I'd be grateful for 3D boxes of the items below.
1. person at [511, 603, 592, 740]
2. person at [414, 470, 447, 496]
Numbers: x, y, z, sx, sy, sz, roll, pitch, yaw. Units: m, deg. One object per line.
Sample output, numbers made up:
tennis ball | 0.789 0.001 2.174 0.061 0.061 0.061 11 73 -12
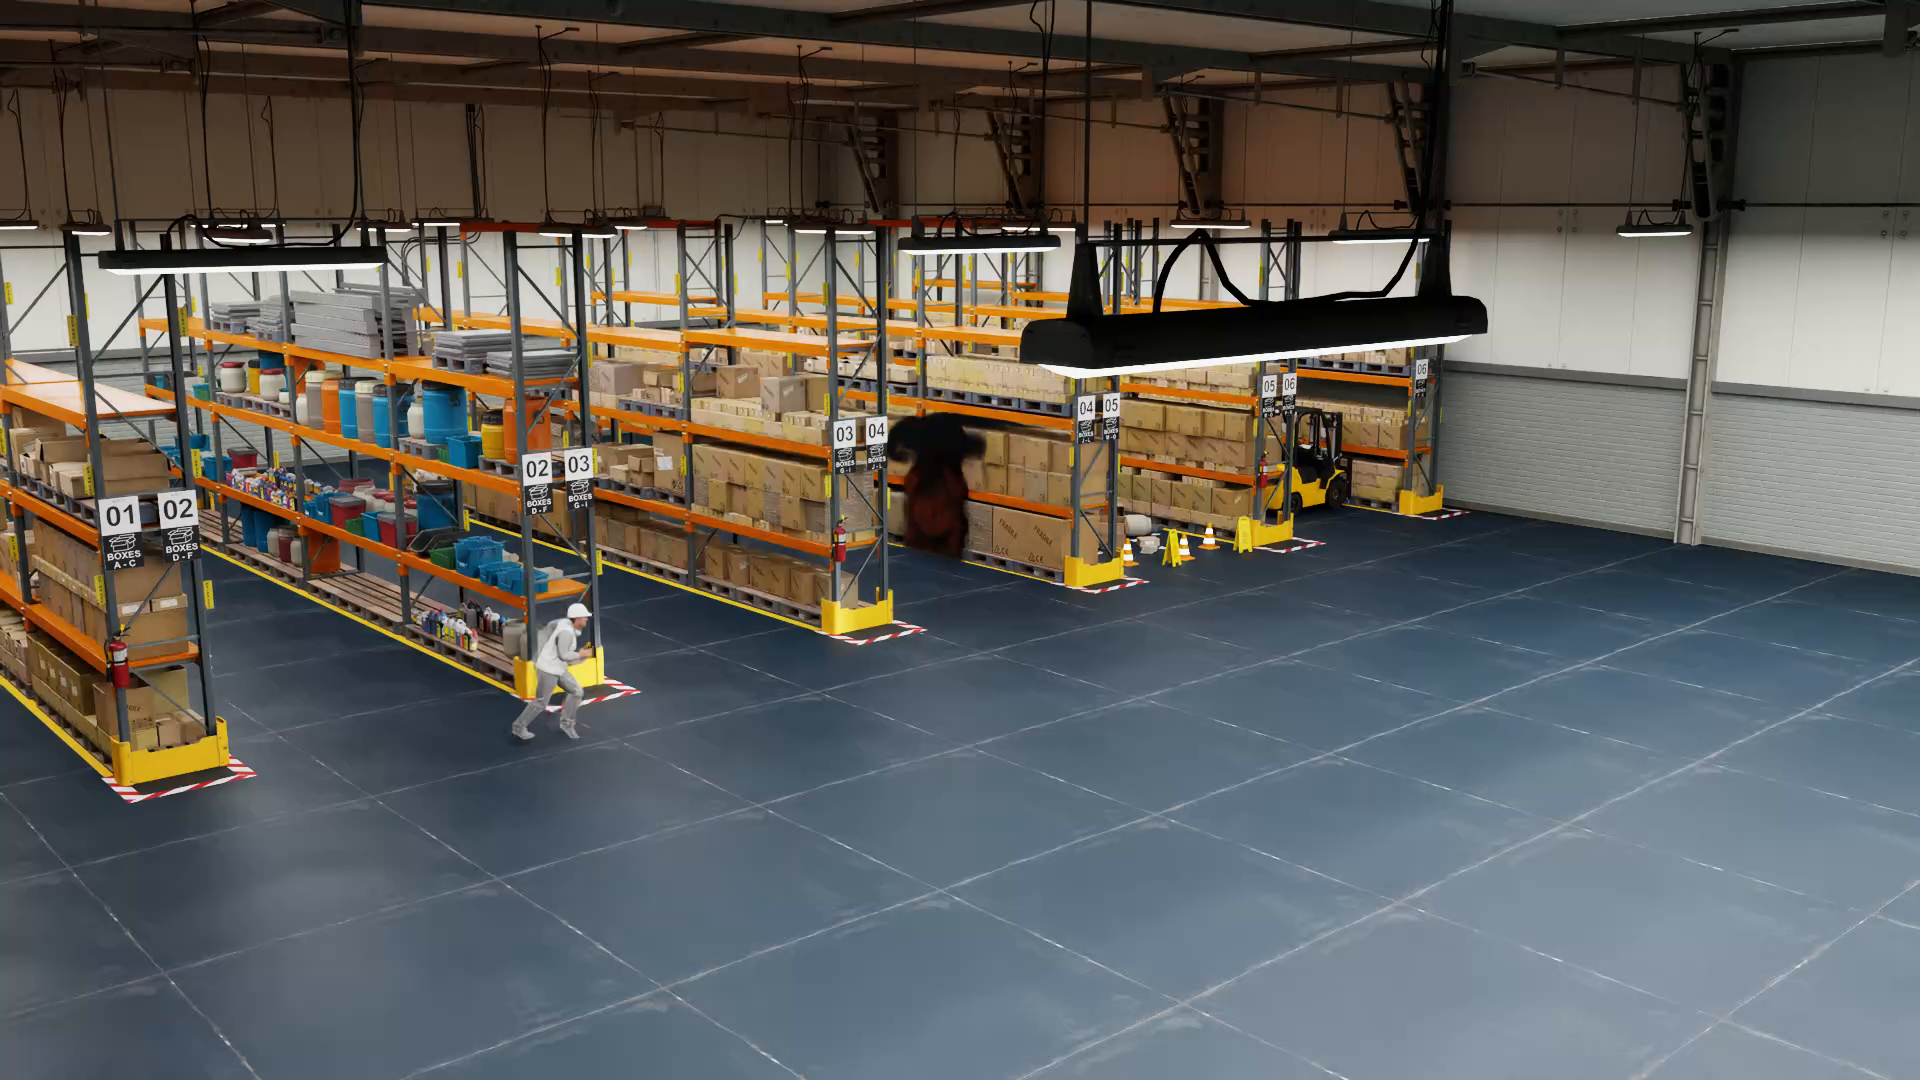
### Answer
person | -4.874 1.601 19.864 1.004 1.715 0.698 -2 12 -10
person | -10.401 -0.896 32.611 0.612 1.496 1.046 -8 14 -34
